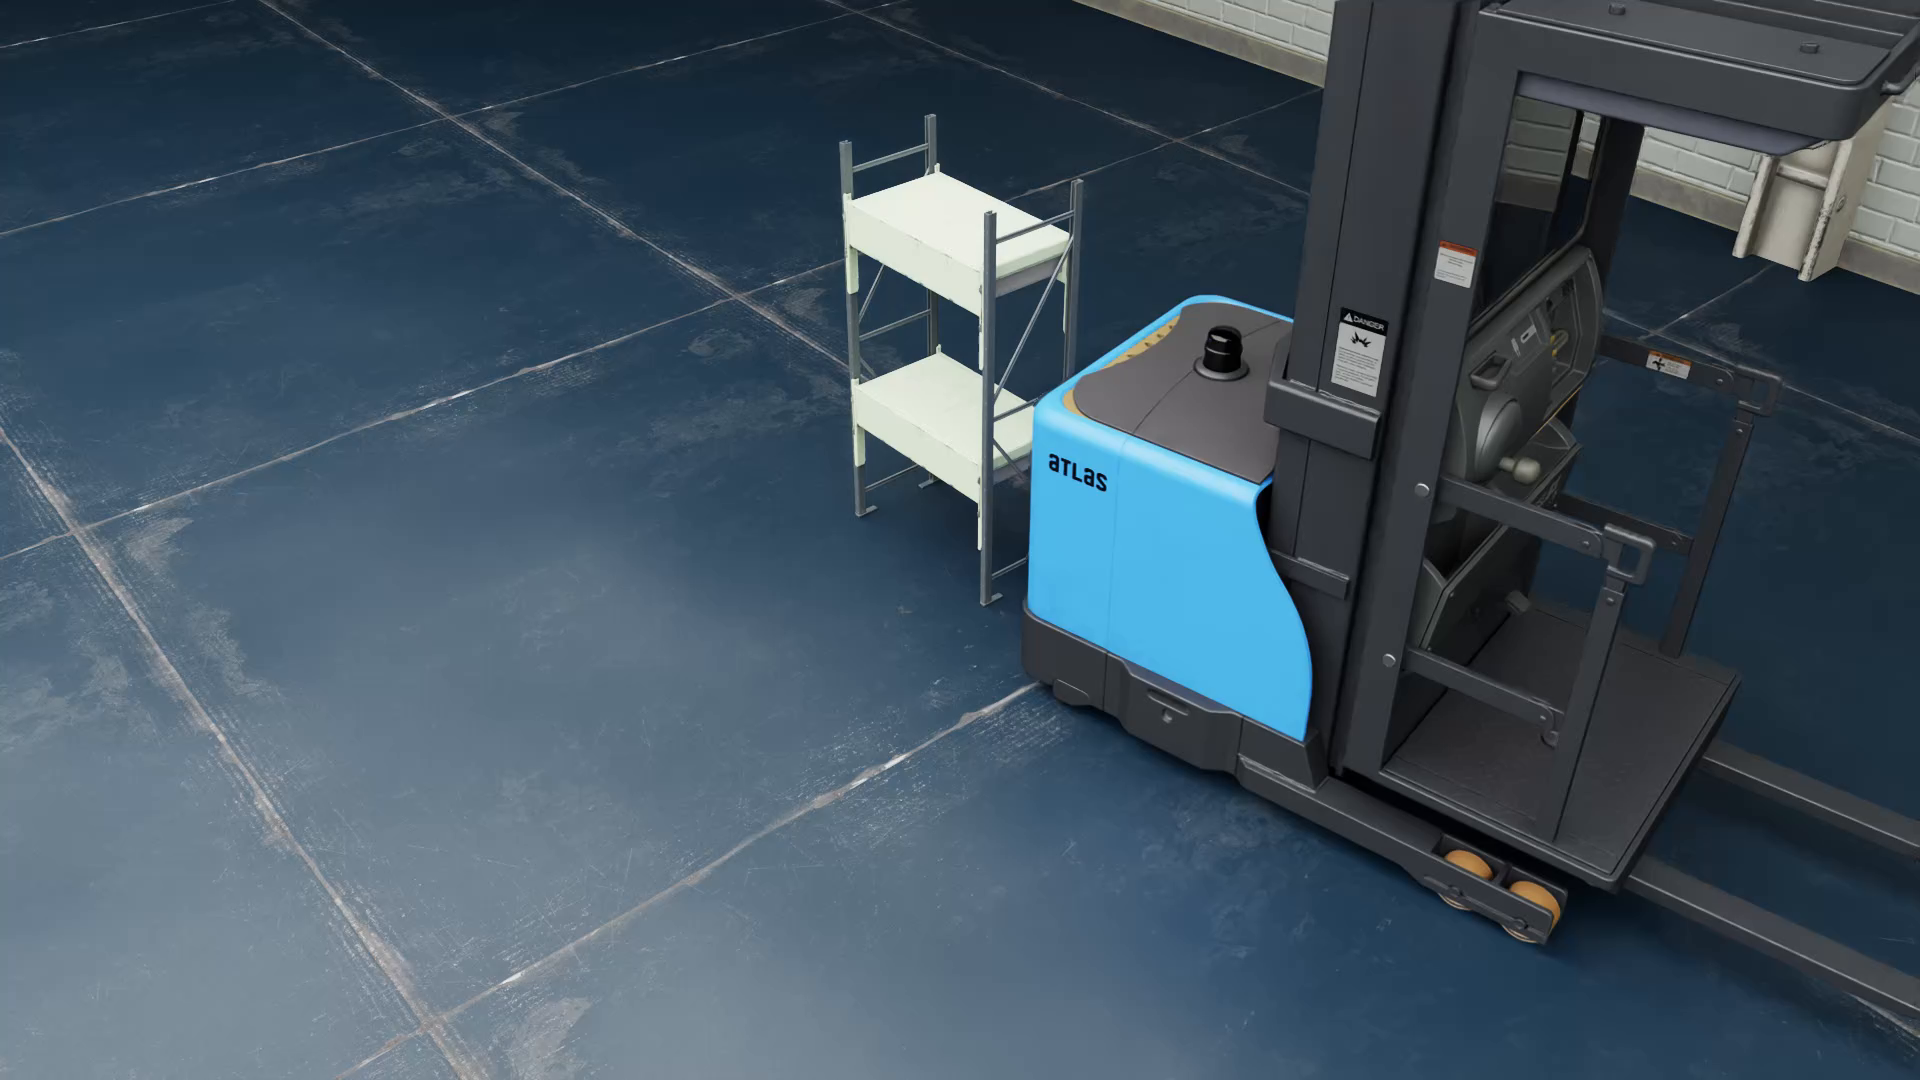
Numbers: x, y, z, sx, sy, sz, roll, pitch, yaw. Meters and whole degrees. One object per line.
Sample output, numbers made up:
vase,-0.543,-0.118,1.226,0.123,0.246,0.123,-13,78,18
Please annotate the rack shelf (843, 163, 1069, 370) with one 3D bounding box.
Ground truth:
rack shelf,-0.004,-0.933,5.595,0.431,0.370,0.720,-26,43,-32

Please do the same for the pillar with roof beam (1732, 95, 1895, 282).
pillar with roof beam,0.783,-3.452,3.338,9.100,9.000,0.400,-26,43,-32

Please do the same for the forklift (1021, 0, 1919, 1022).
forklift,1.676,-0.420,4.308,3.031,2.935,1.130,24,42,30

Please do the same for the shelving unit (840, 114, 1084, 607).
shelving unit,-0.004,-0.615,5.821,0.431,1.500,0.755,-26,43,-32

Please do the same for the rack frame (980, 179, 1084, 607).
rack frame,0.232,-0.453,5.593,0.400,1.500,0.023,-26,43,-32

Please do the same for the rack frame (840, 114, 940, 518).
rack frame,-0.241,-0.777,6.049,0.400,1.500,0.023,-26,43,-32

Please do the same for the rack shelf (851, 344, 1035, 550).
rack shelf,-0.004,-0.349,6.009,0.431,0.370,0.720,-26,43,-32
